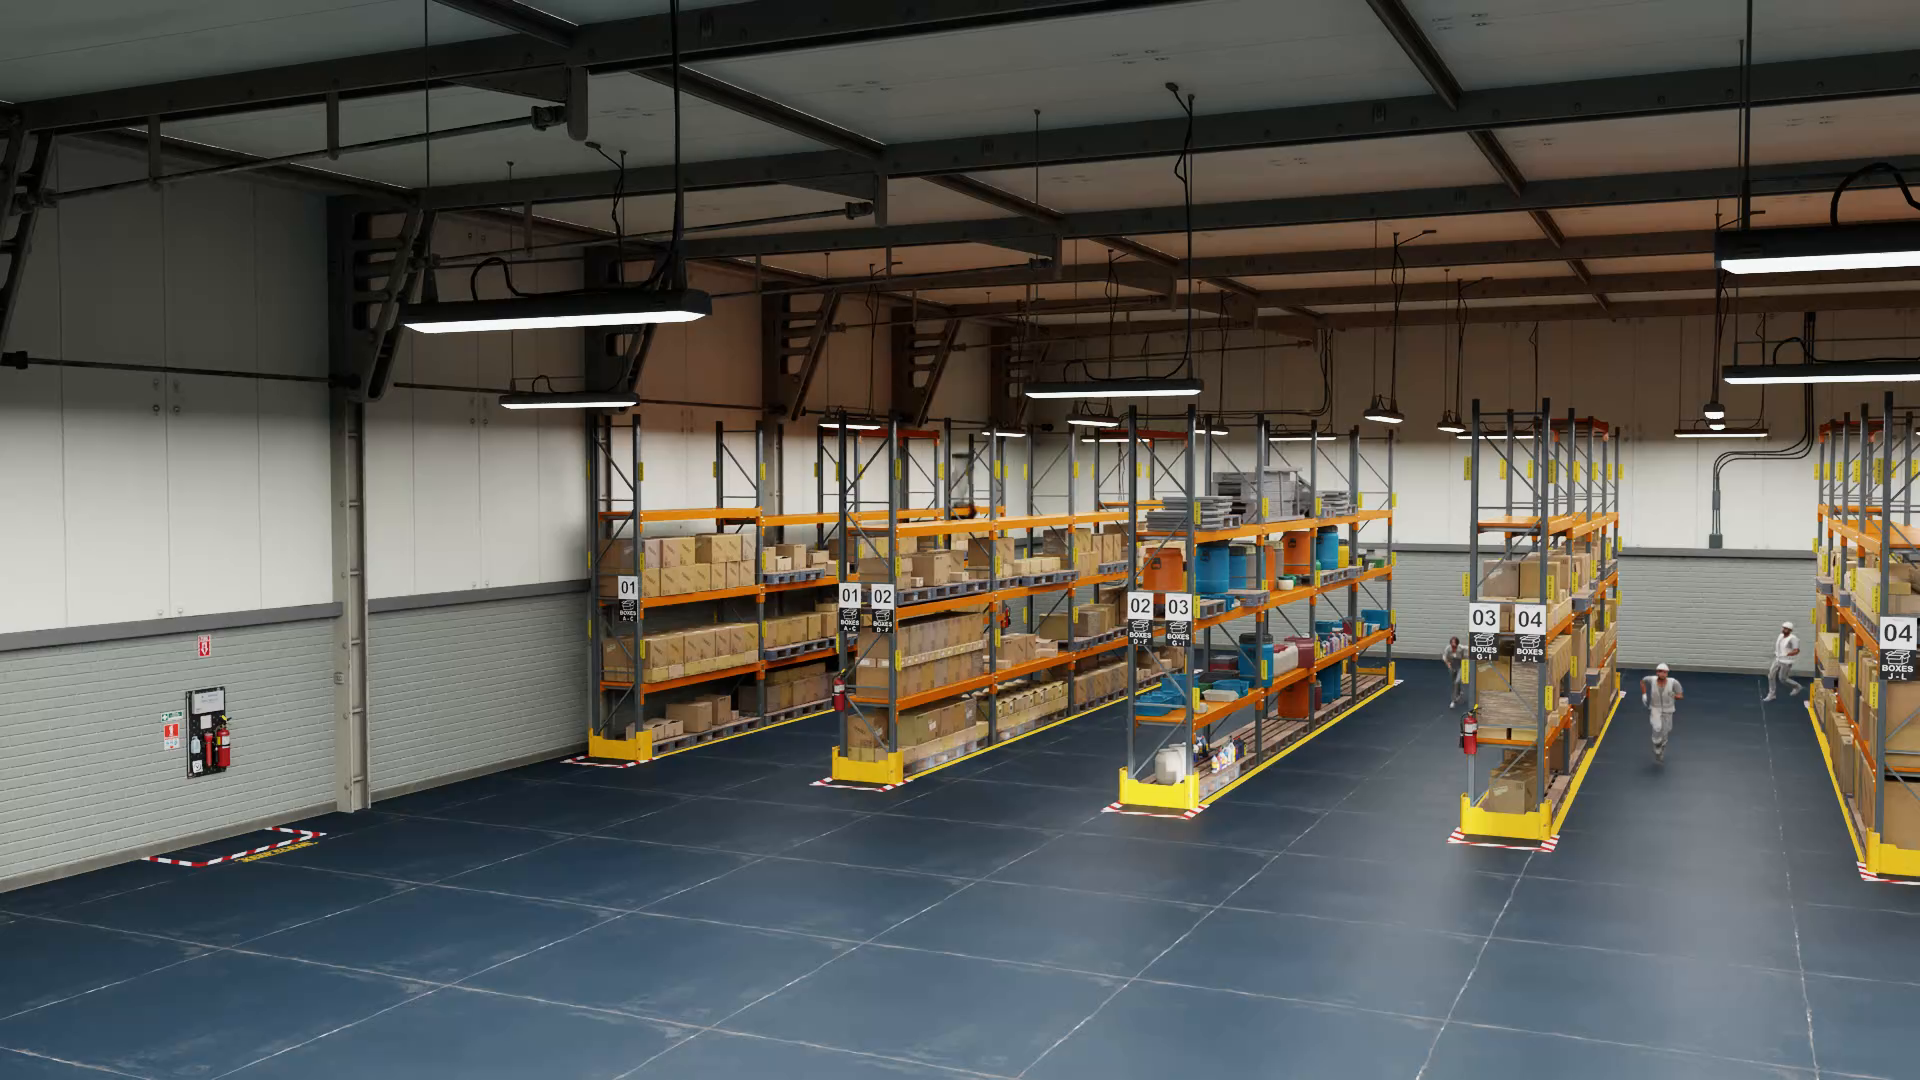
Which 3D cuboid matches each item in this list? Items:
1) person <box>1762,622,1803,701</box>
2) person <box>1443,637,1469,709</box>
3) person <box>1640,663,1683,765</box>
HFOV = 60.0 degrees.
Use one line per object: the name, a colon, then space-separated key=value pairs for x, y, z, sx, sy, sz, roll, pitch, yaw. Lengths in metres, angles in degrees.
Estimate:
person: x=17.998 y=2.659 z=36.198 sx=0.848 sy=1.772 sz=0.735 roll=0 pitch=2 yaw=-8
person: x=10.603 y=2.801 z=35.471 sx=0.573 sy=1.547 sz=0.918 roll=1 pitch=3 yaw=23
person: x=11.983 y=2.954 z=28.410 sx=0.644 sy=1.746 sz=0.940 roll=1 pitch=2 yaw=17
